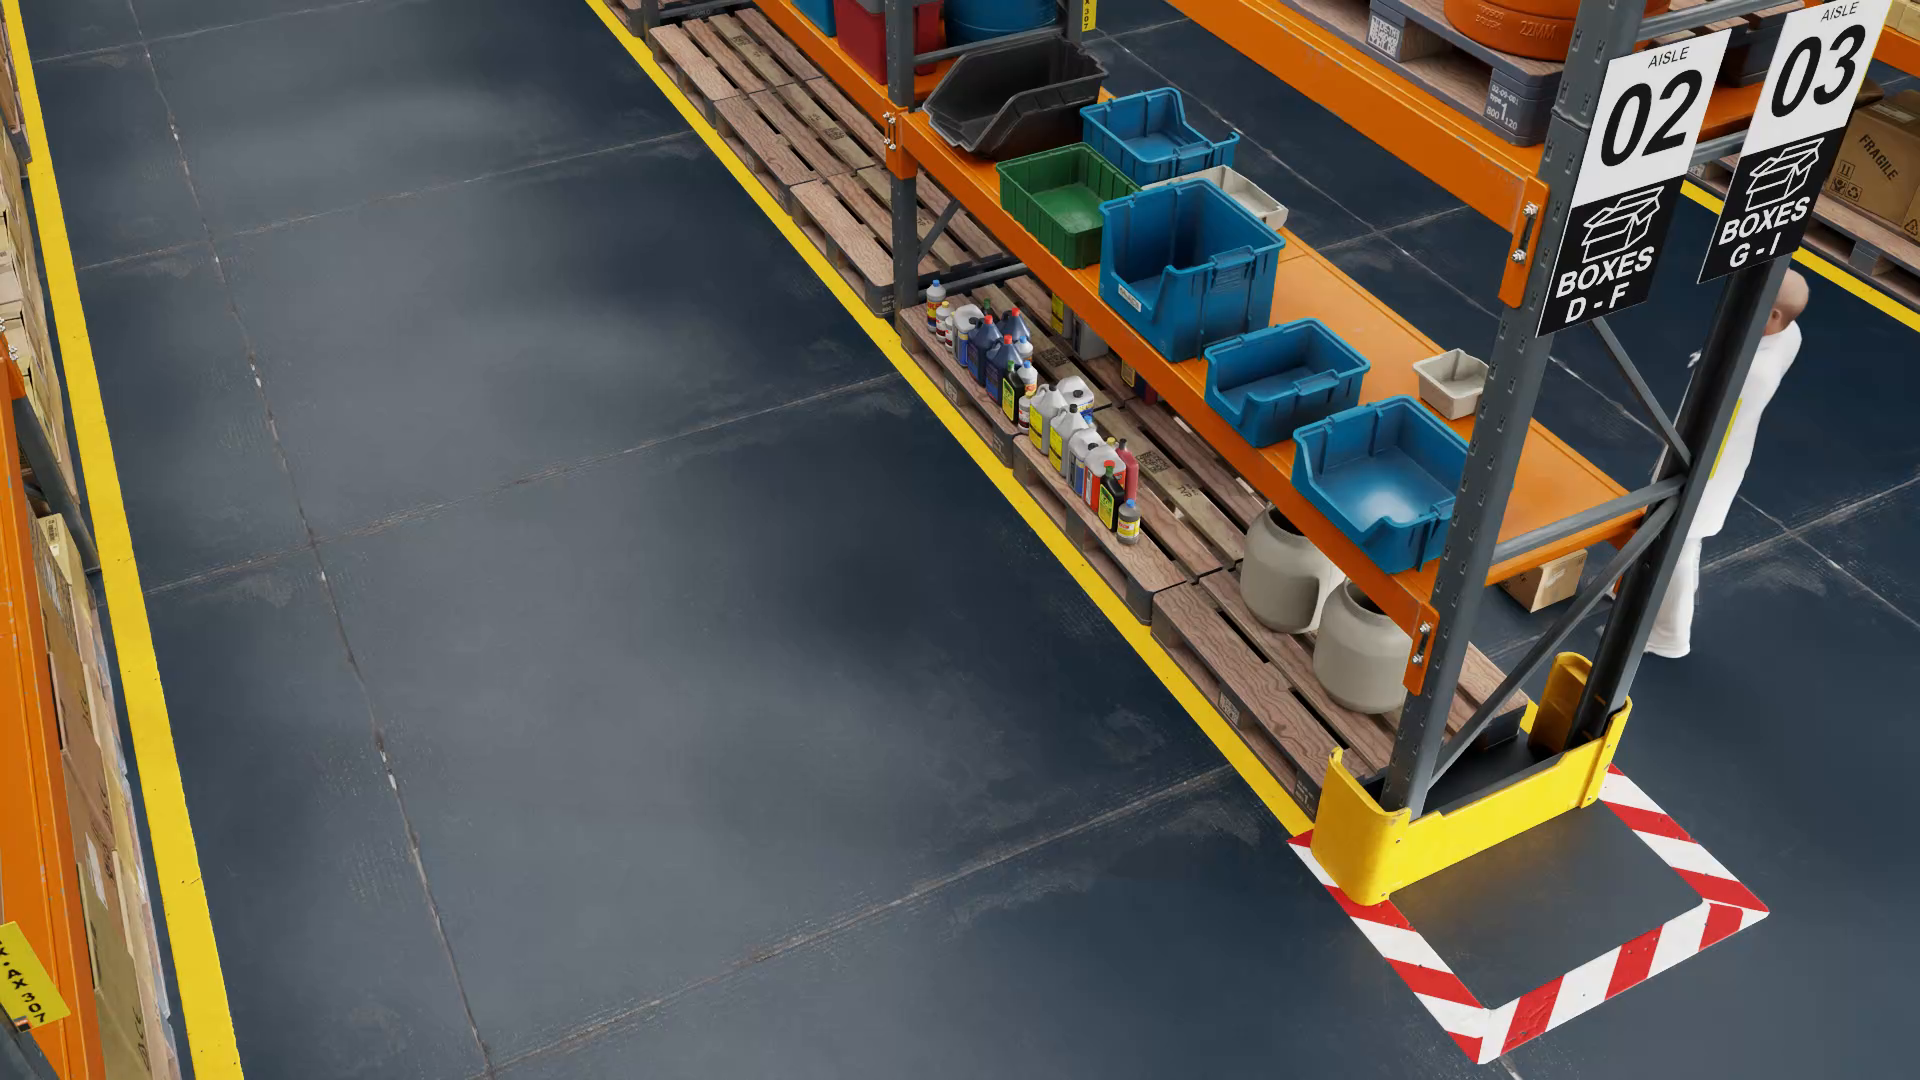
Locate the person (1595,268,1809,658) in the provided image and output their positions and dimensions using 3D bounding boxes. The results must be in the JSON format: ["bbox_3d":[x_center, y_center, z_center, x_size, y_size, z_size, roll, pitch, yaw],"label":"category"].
[{"bbox_3d":[2.911,-0.289,6.530,0.413,1.804,0.563,22,45,24],"label":"person"}]
